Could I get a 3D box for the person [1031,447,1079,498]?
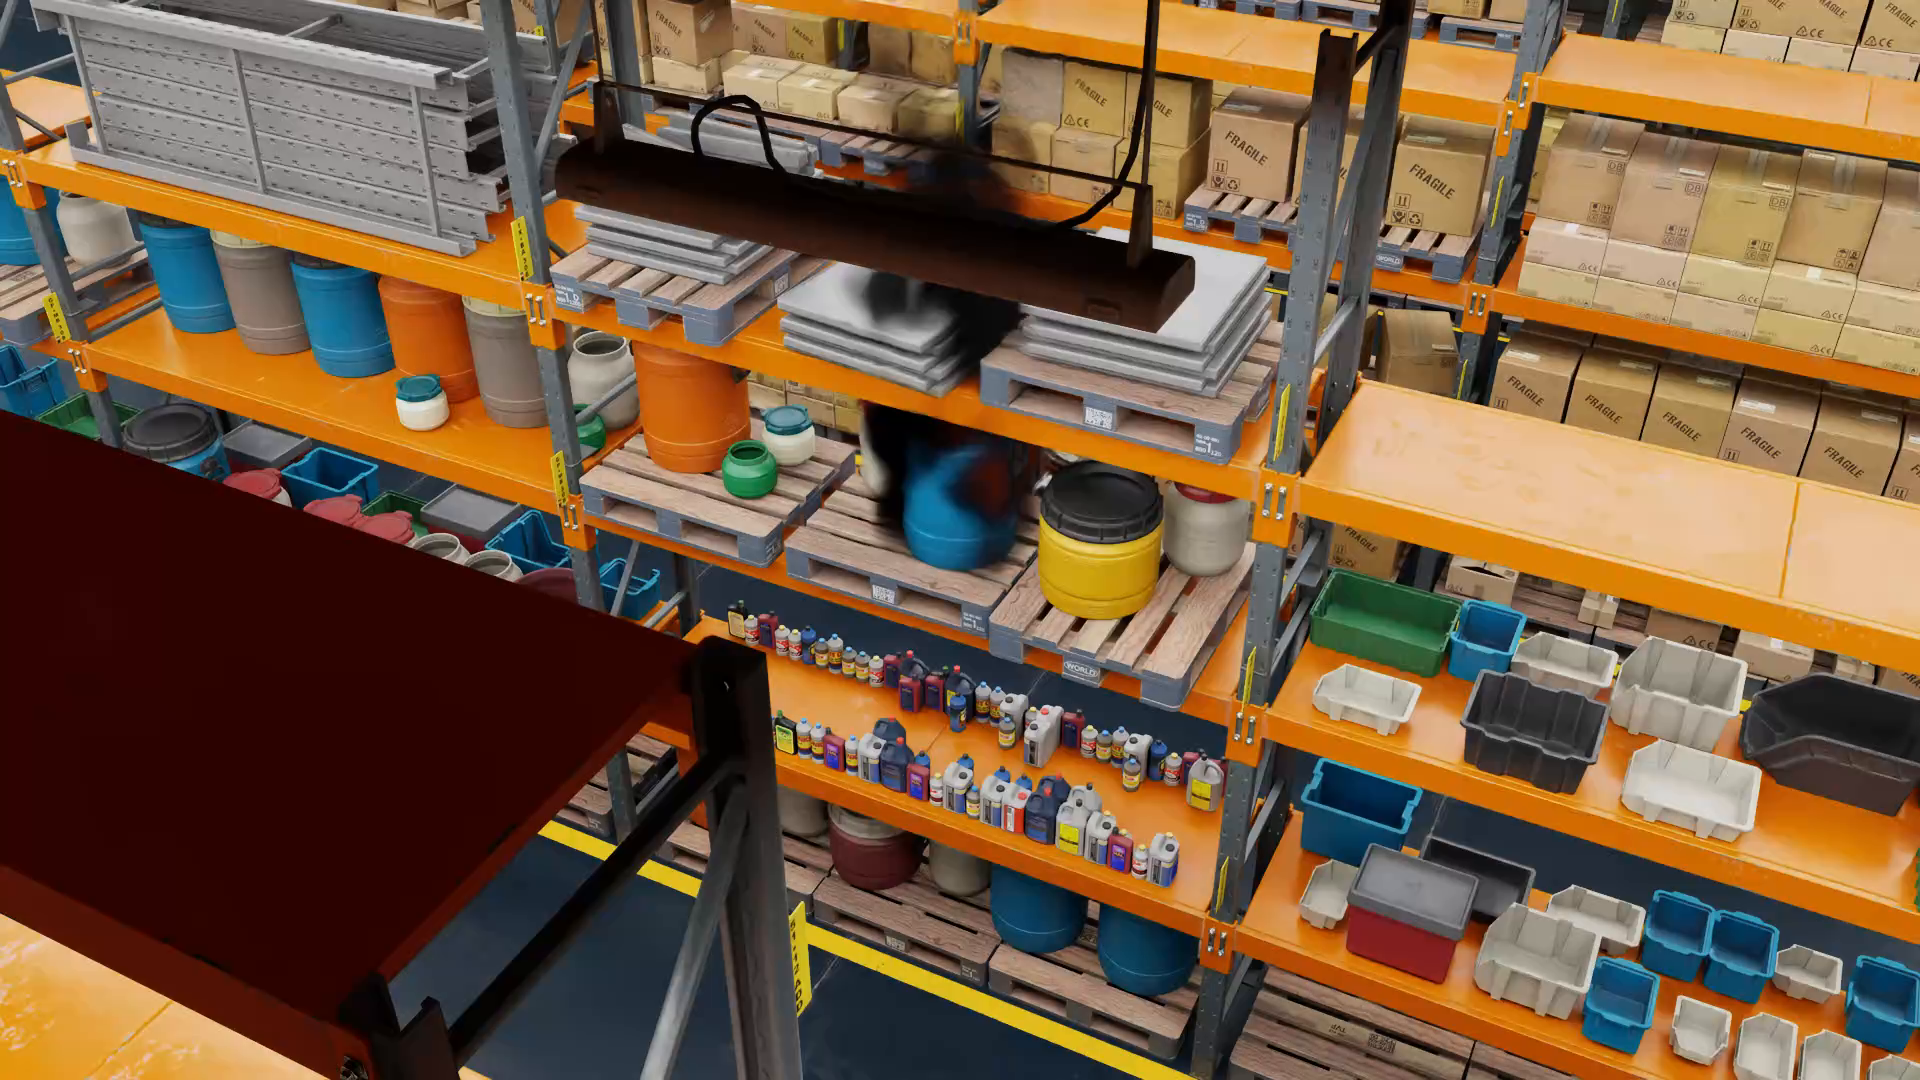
[{"bbox_3d":[0.655,0.013,11.858,0.853,1.730,0.579,8,36,11],"label":"person"}]
